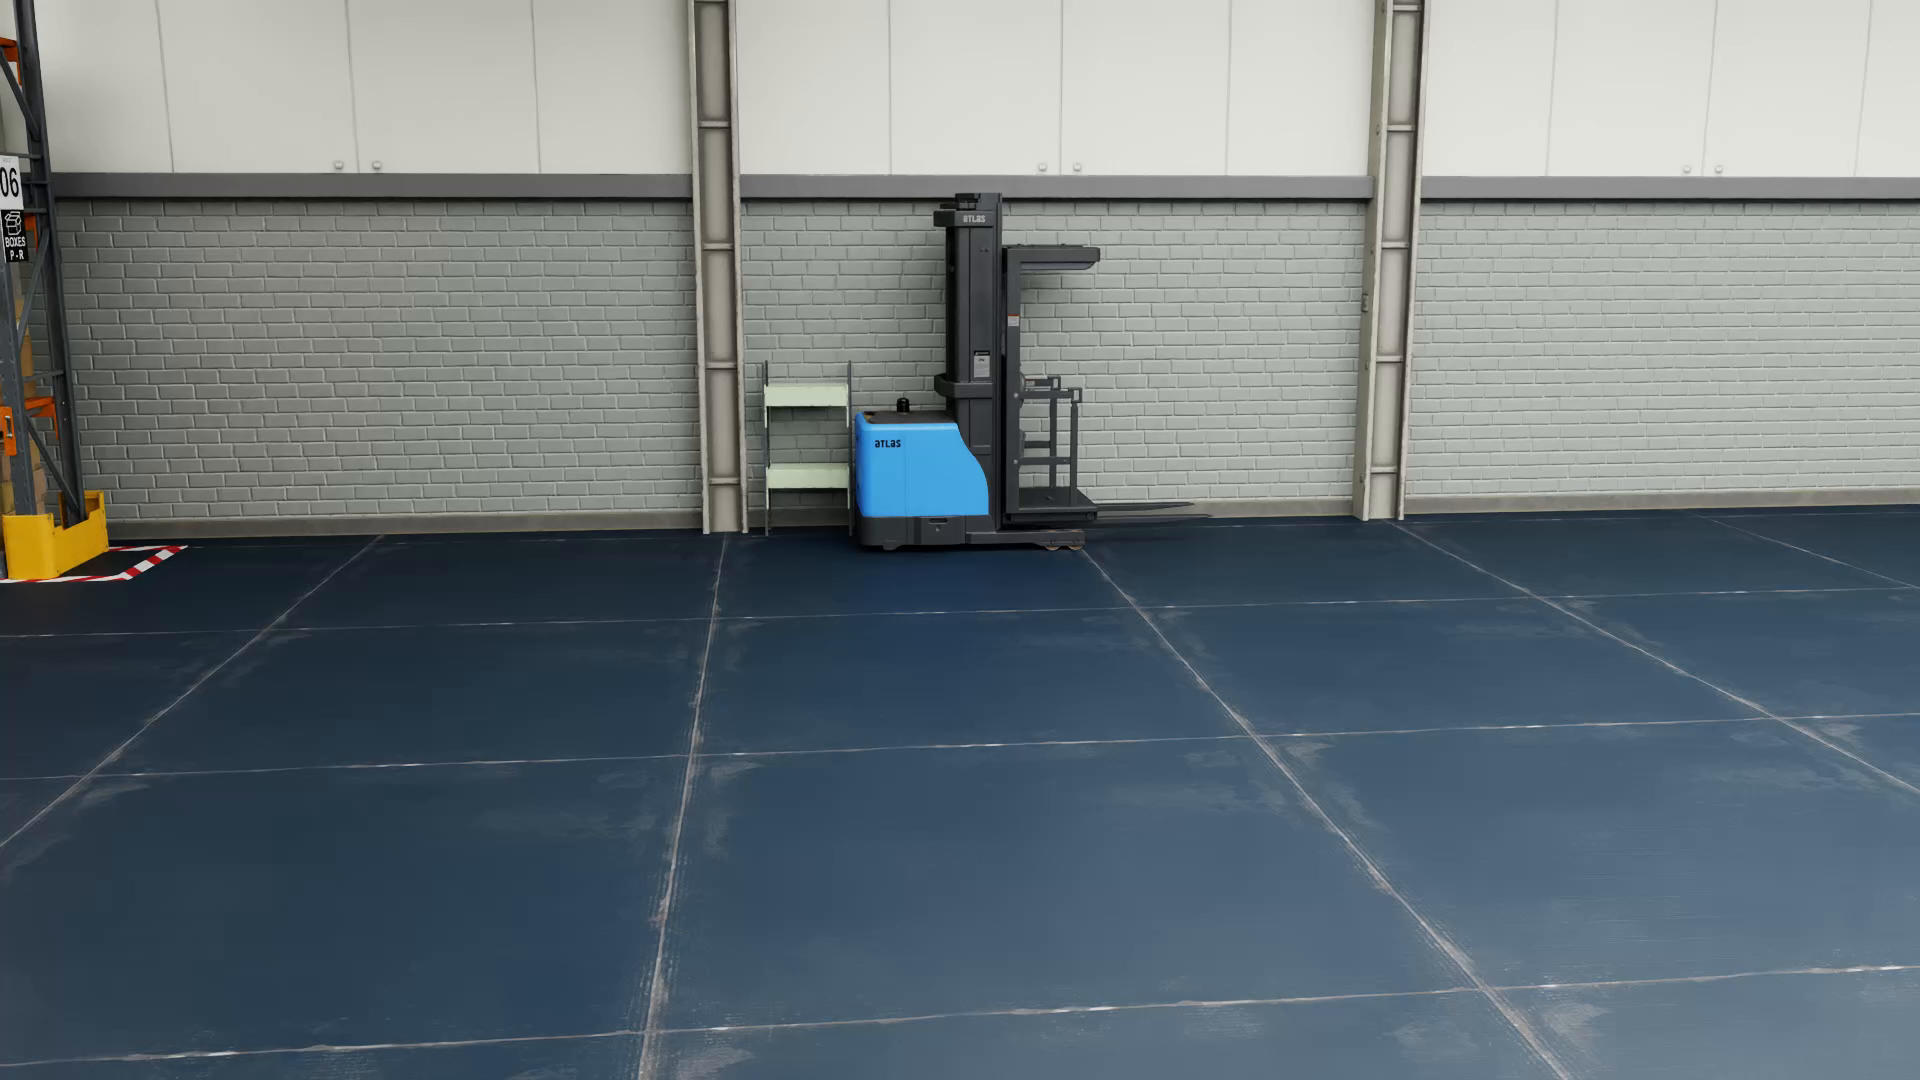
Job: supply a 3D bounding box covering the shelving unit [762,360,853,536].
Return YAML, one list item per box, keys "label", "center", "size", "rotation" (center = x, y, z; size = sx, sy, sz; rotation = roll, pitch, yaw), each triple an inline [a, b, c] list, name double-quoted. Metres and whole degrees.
- label: "shelving unit"
  center: [-1.331, -0.811, 14.603]
  size: [0.755, 1.500, 0.431]
  rotation: [0, 11, -2]

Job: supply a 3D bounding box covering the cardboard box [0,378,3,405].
- label: "cardboard box"
  center: [-7.721, -1.266, 12.771]
  size: [0.500, 0.500, 0.500]
  rotation: [-1, 11, -7]

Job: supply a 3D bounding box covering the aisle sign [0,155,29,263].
- label: "aisle sign"
  center: [-7.163, -2.498, 12.559]
  size: [0.004, 0.787, 0.394]
  rotation: [-1, 11, -6]

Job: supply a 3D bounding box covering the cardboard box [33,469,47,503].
- label: "cardboard box"
  center: [-7.750, -0.410, 13.419]
  size: [0.500, 0.250, 0.500]
  rotation: [-1, 11, -5]

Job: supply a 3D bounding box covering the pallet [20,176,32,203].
- label: "pallet"
  center: [-7.965, -2.696, 12.759]
  size: [1.213, 0.211, 1.003]
  rotation: [-1, 11, -6]

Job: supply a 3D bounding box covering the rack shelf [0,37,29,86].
- label: "rack shelf"
  center: [-9.248, -3.630, 12.407]
  size: [4.000, 0.370, 1.077]
  rotation: [-1, 11, -6]

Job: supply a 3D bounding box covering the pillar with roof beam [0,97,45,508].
- label: "pillar with roof beam"
  center: [-7.584, -3.554, 9.117]
  size: [0.400, 9.000, 9.100]
  rotation: [-1, 11, -6]

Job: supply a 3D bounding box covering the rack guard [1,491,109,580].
- label: "rack guard"
  center: [-7.236, -0.051, 13.333]
  size: [0.348, 0.500, 1.175]
  rotation: [-1, 11, -6]

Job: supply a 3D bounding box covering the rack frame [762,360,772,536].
- label: "rack frame"
  center: [-1.696, -0.808, 14.590]
  size: [0.023, 1.500, 0.400]
  rotation: [0, 11, -2]

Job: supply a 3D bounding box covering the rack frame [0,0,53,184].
- label: "rack frame"
  center: [-7.260, -4.221, 12.511]
  size: [0.127, 3.000, 1.000]
  rotation: [-1, 11, -6]

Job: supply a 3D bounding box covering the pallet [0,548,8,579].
- label: "pallet"
  center: [-8.015, 0.115, 13.237]
  size: [1.213, 0.211, 1.003]
  rotation: [-1, 11, -6]

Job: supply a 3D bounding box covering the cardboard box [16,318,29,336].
- label: "cardboard box"
  center: [-7.625, -1.687, 13.234]
  size: [0.250, 0.149, 0.380]
  rotation: [-1, 11, -8]

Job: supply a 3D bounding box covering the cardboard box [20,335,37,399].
- label: "cardboard box"
  center: [-7.782, -1.369, 13.298]
  size: [0.500, 0.500, 0.500]
  rotation: [-1, 11, -4]

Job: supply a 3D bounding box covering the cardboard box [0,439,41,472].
- label: "cardboard box"
  center: [-7.758, -0.651, 13.351]
  size: [0.500, 0.250, 0.500]
  rotation: [-1, 11, -7]

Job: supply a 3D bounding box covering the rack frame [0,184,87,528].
- label: "rack frame"
  center: [-7.260, -1.277, 13.089]
  size: [0.127, 3.000, 1.000]
  rotation: [-1, 11, -6]

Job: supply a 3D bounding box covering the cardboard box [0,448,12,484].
- label: "cardboard box"
  center: [-7.684, -0.555, 12.865]
  size: [0.500, 0.250, 0.500]
  rotation: [-1, 11, -4]

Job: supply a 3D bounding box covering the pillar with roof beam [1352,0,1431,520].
- label: "pillar with roof beam"
  center: [4.345, -3.804, 10.388]
  size: [0.400, 9.000, 9.100]
  rotation: [-1, 11, -6]

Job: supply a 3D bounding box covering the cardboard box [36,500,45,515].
- label: "cardboard box"
  center: [-7.769, -0.162, 13.453]
  size: [0.500, 0.250, 0.500]
  rotation: [-1, 11, -6]

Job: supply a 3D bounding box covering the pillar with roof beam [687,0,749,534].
- label: "pillar with roof beam"
  center: [-1.619, -3.679, 9.753]
  size: [0.400, 9.000, 9.100]
  rotation: [-1, 11, -6]

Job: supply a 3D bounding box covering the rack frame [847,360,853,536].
- label: "rack frame"
  center: [-0.965, -0.813, 14.616]
  size: [0.023, 1.500, 0.400]
  rotation: [0, 11, -2]

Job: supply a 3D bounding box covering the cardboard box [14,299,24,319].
- label: "cardboard box"
  center: [-7.617, -1.825, 13.161]
  size: [0.250, 0.149, 0.380]
  rotation: [-1, 11, -7]

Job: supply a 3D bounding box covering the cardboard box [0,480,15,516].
- label: "cardboard box"
  center: [-7.710, -0.309, 12.909]
  size: [0.500, 0.250, 0.500]
  rotation: [-1, 11, -7]

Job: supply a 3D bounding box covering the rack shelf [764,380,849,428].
- label: "rack shelf"
  center: [-1.331, -1.193, 14.528]
  size: [0.720, 0.370, 0.431]
  rotation: [0, 11, -2]

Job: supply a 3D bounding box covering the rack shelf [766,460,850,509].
- label: "rack shelf"
  center: [-1.331, -0.491, 14.666]
  size: [0.720, 0.370, 0.431]
  rotation: [0, 11, -2]

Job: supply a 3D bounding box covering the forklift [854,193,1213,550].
- label: "forklift"
  center: [0.626, -1.453, 14.158]
  size: [3.031, 2.935, 1.130]
  rotation: [-1, 11, -7]

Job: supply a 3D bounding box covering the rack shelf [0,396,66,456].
- label: "rack shelf"
  center: [-9.248, -0.883, 12.947]
  size: [4.000, 0.370, 1.077]
  rotation: [-1, 11, -6]

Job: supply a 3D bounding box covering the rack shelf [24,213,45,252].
- label: "rack shelf"
  center: [-9.248, -2.355, 12.658]
  size: [4.000, 0.370, 1.077]
  rotation: [-1, 11, -6]

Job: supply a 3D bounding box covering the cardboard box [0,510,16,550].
- label: "cardboard box"
  center: [-7.693, -0.064, 12.956]
  size: [0.500, 0.250, 0.500]
  rotation: [-1, 11, -6]
